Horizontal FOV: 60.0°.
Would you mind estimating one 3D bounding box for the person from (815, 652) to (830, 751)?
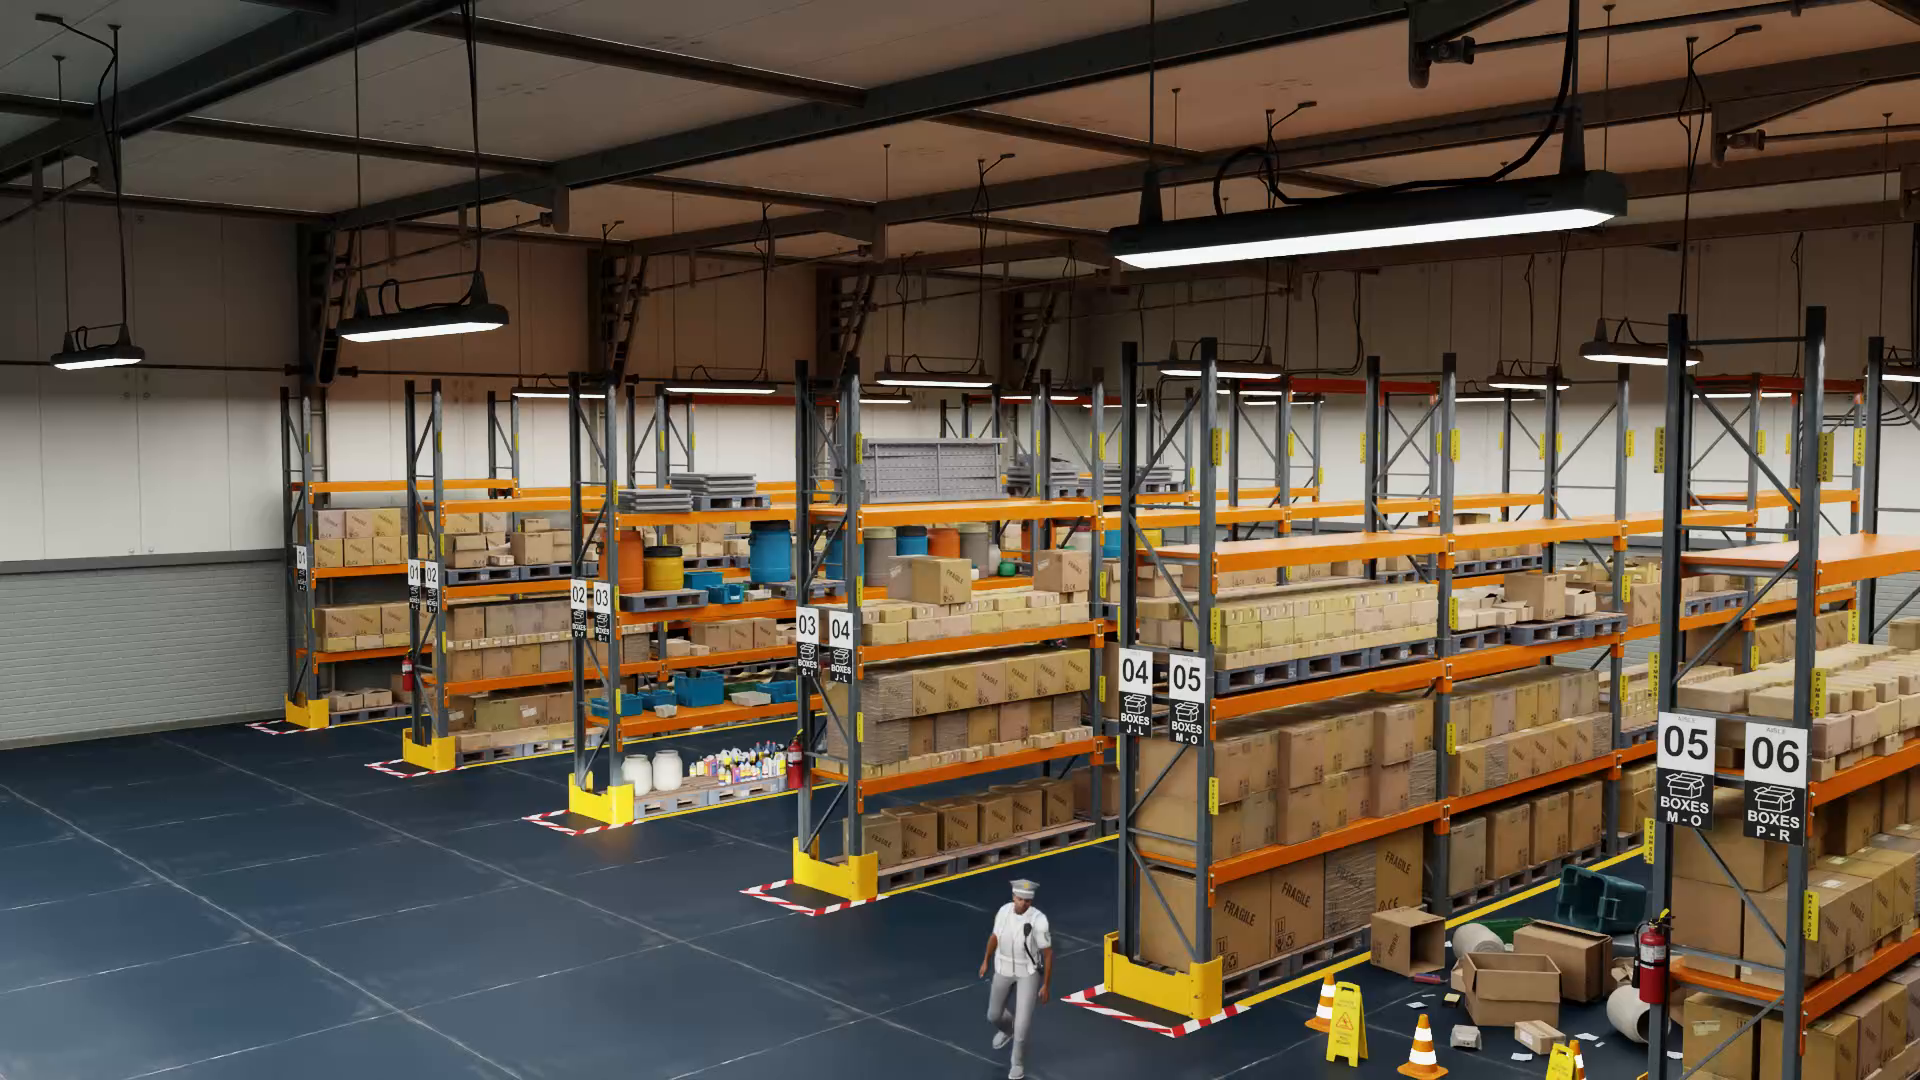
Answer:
[{"bbox_3d":[-2.067,2.552,27.322,0.767,1.761,0.762,-1,4,-8],"label":"person"}]

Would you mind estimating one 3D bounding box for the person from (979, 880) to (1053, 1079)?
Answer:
[{"bbox_3d":[0.476,3.490,13.533,0.650,1.618,0.678,1,4,16],"label":"person"}]
